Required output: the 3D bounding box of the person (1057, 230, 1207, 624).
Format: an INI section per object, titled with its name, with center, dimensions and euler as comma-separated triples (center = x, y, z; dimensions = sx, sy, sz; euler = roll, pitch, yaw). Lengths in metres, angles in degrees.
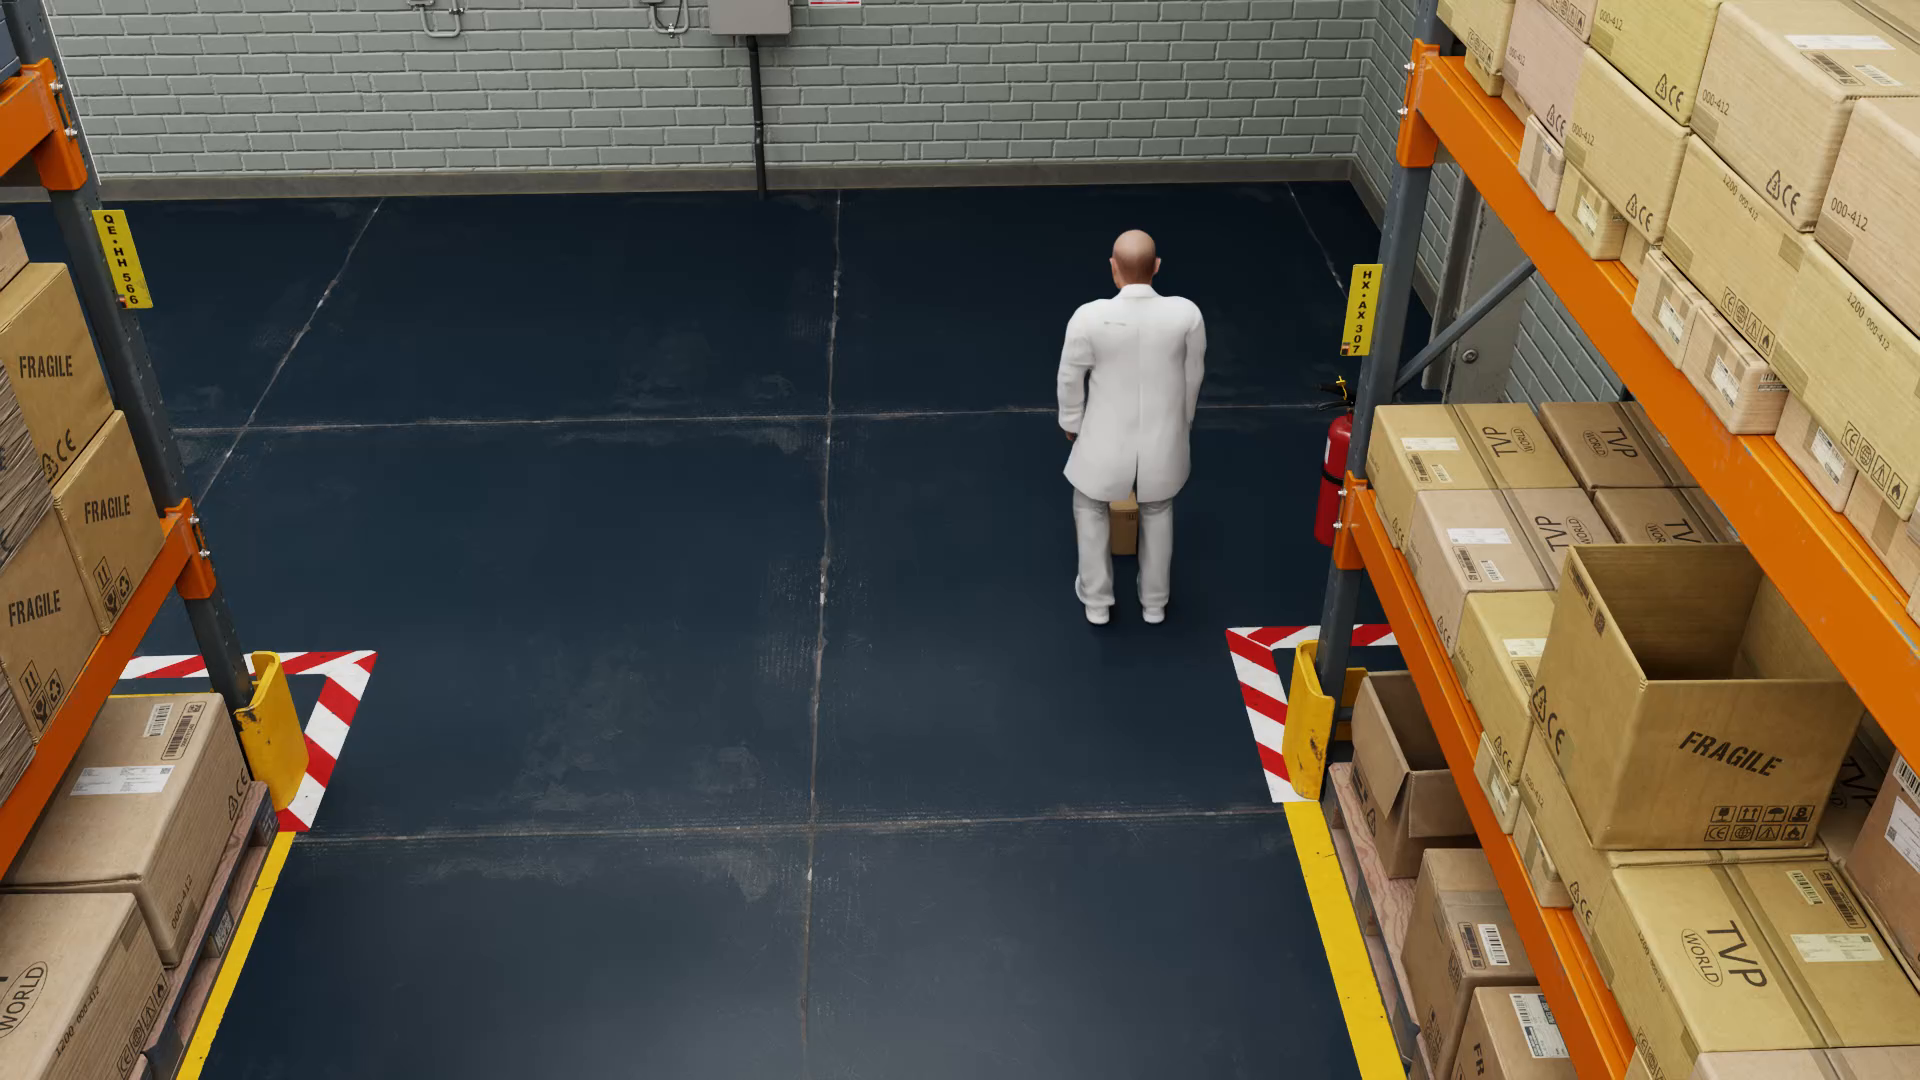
[person]
center = 0.682, -0.429, 6.829
dimensions = 0.587, 1.729, 0.417
euler = -1, 35, -1
